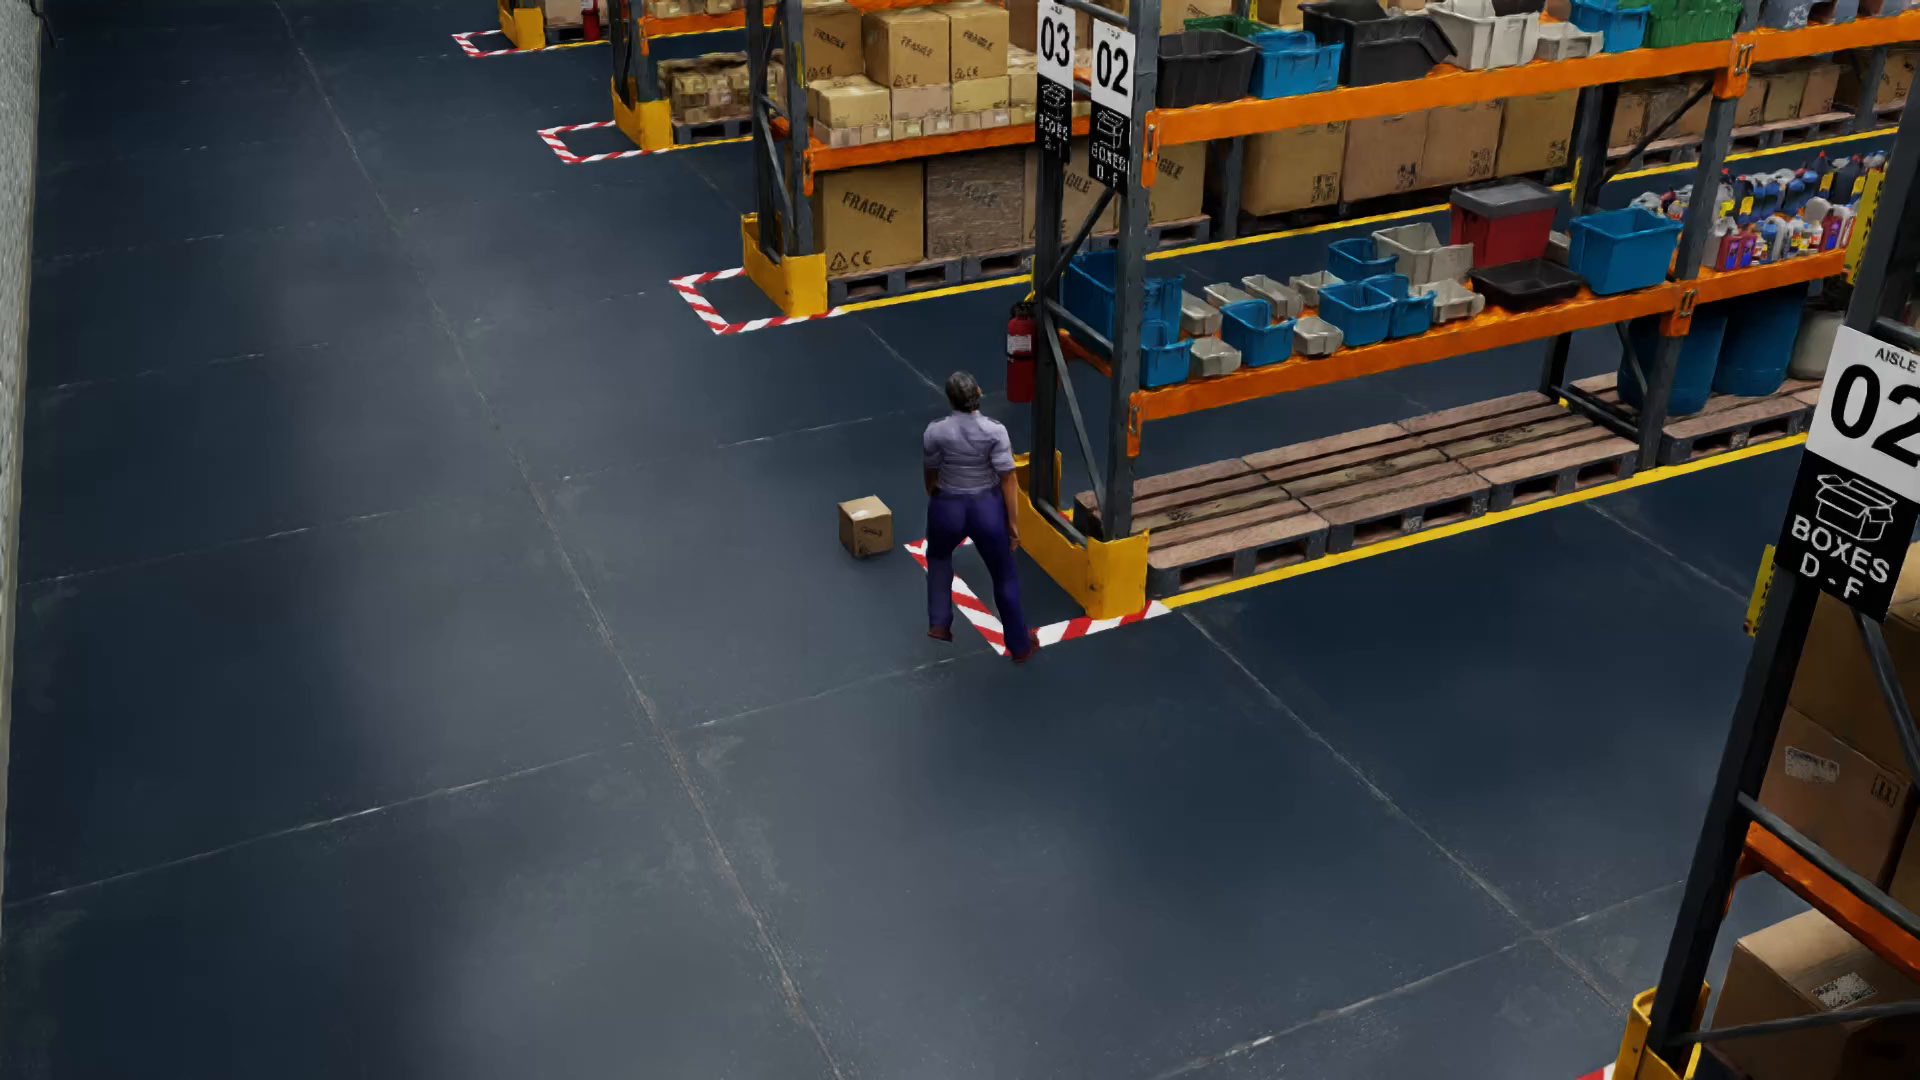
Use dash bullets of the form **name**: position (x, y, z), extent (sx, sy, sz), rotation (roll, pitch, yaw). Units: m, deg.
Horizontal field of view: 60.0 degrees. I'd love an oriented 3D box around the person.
- **person**: position (0.122, -0.123, 8.670), extent (0.625, 1.634, 0.474), rotation (1, 30, 1)
